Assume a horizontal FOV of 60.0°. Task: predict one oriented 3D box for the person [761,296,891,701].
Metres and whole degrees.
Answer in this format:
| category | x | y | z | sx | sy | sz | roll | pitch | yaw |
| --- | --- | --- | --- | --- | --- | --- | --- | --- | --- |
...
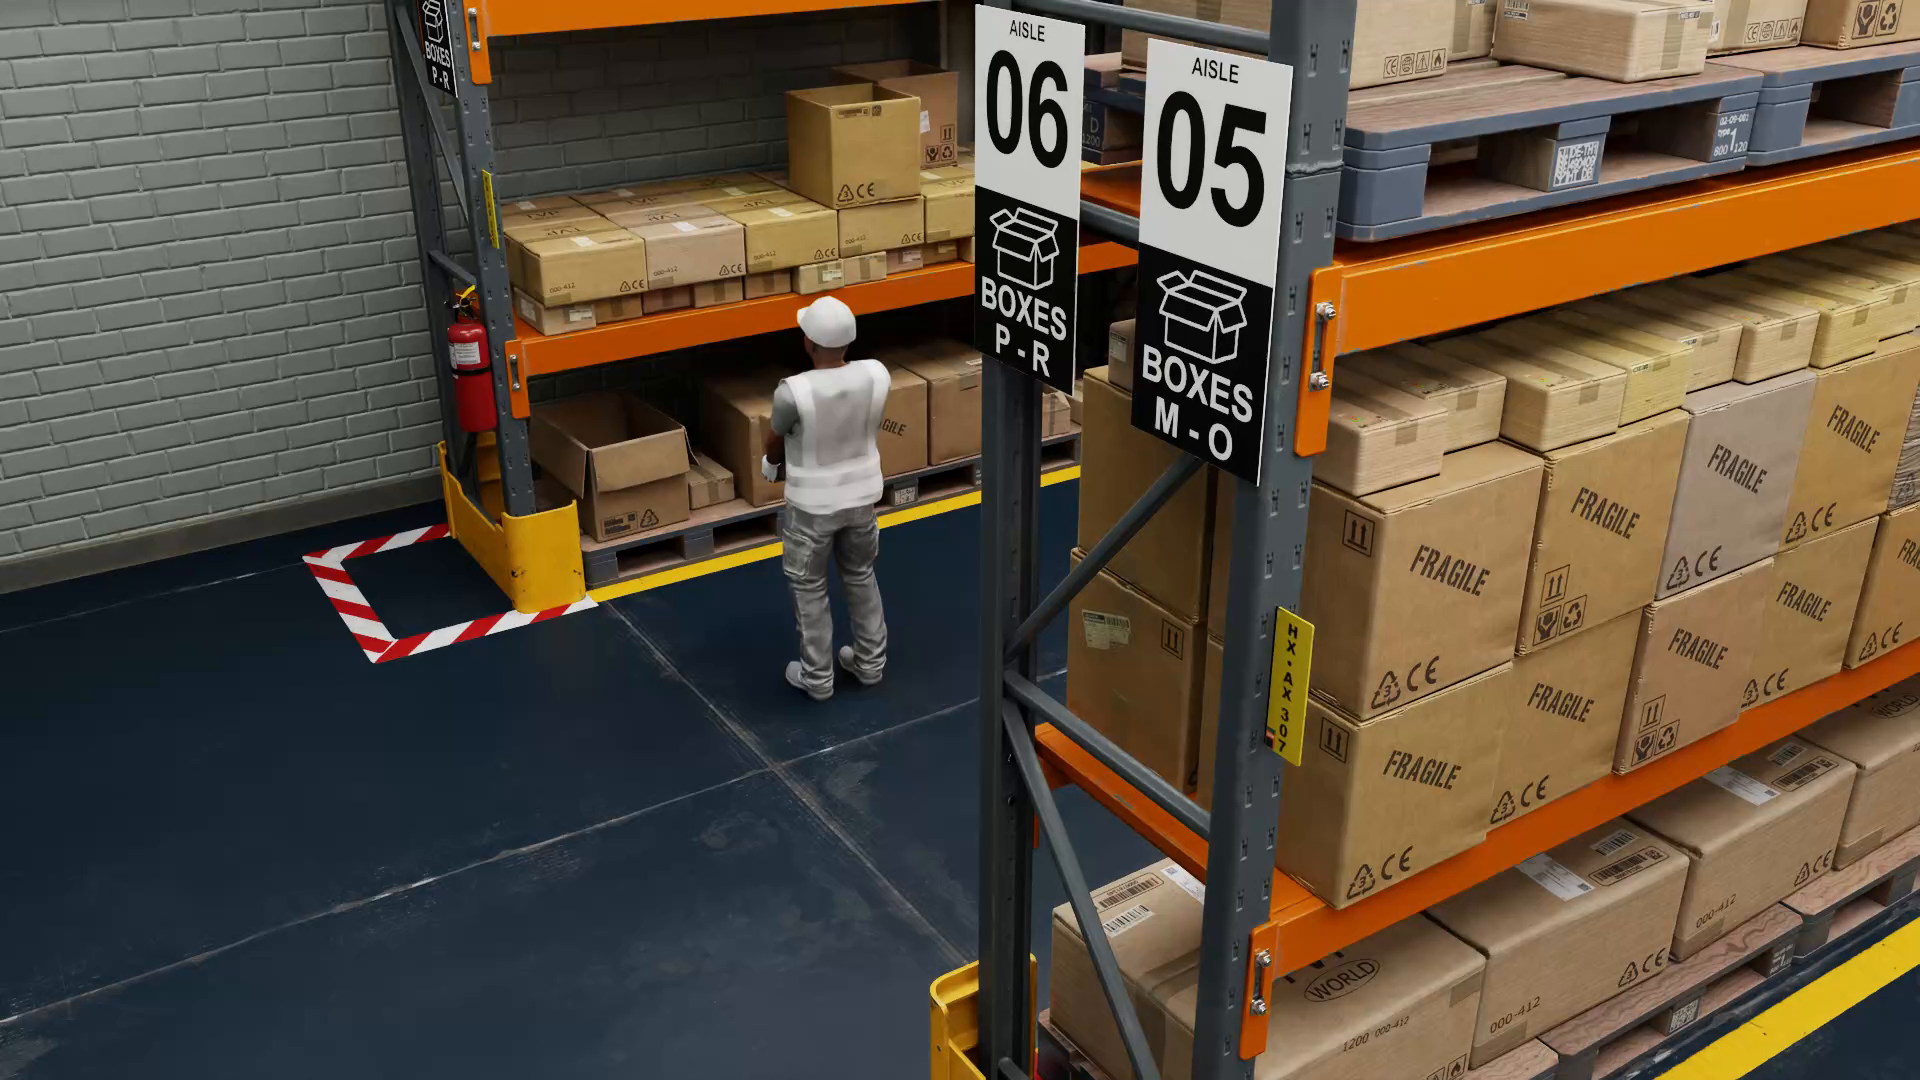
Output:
| category | x | y | z | sx | sy | sz | roll | pitch | yaw |
| --- | --- | --- | --- | --- | --- | --- | --- | --- | --- |
| person | -0.596 | -0.205 | 7.032 | 0.487 | 1.777 | 0.573 | -15 | 29 | -29 |
